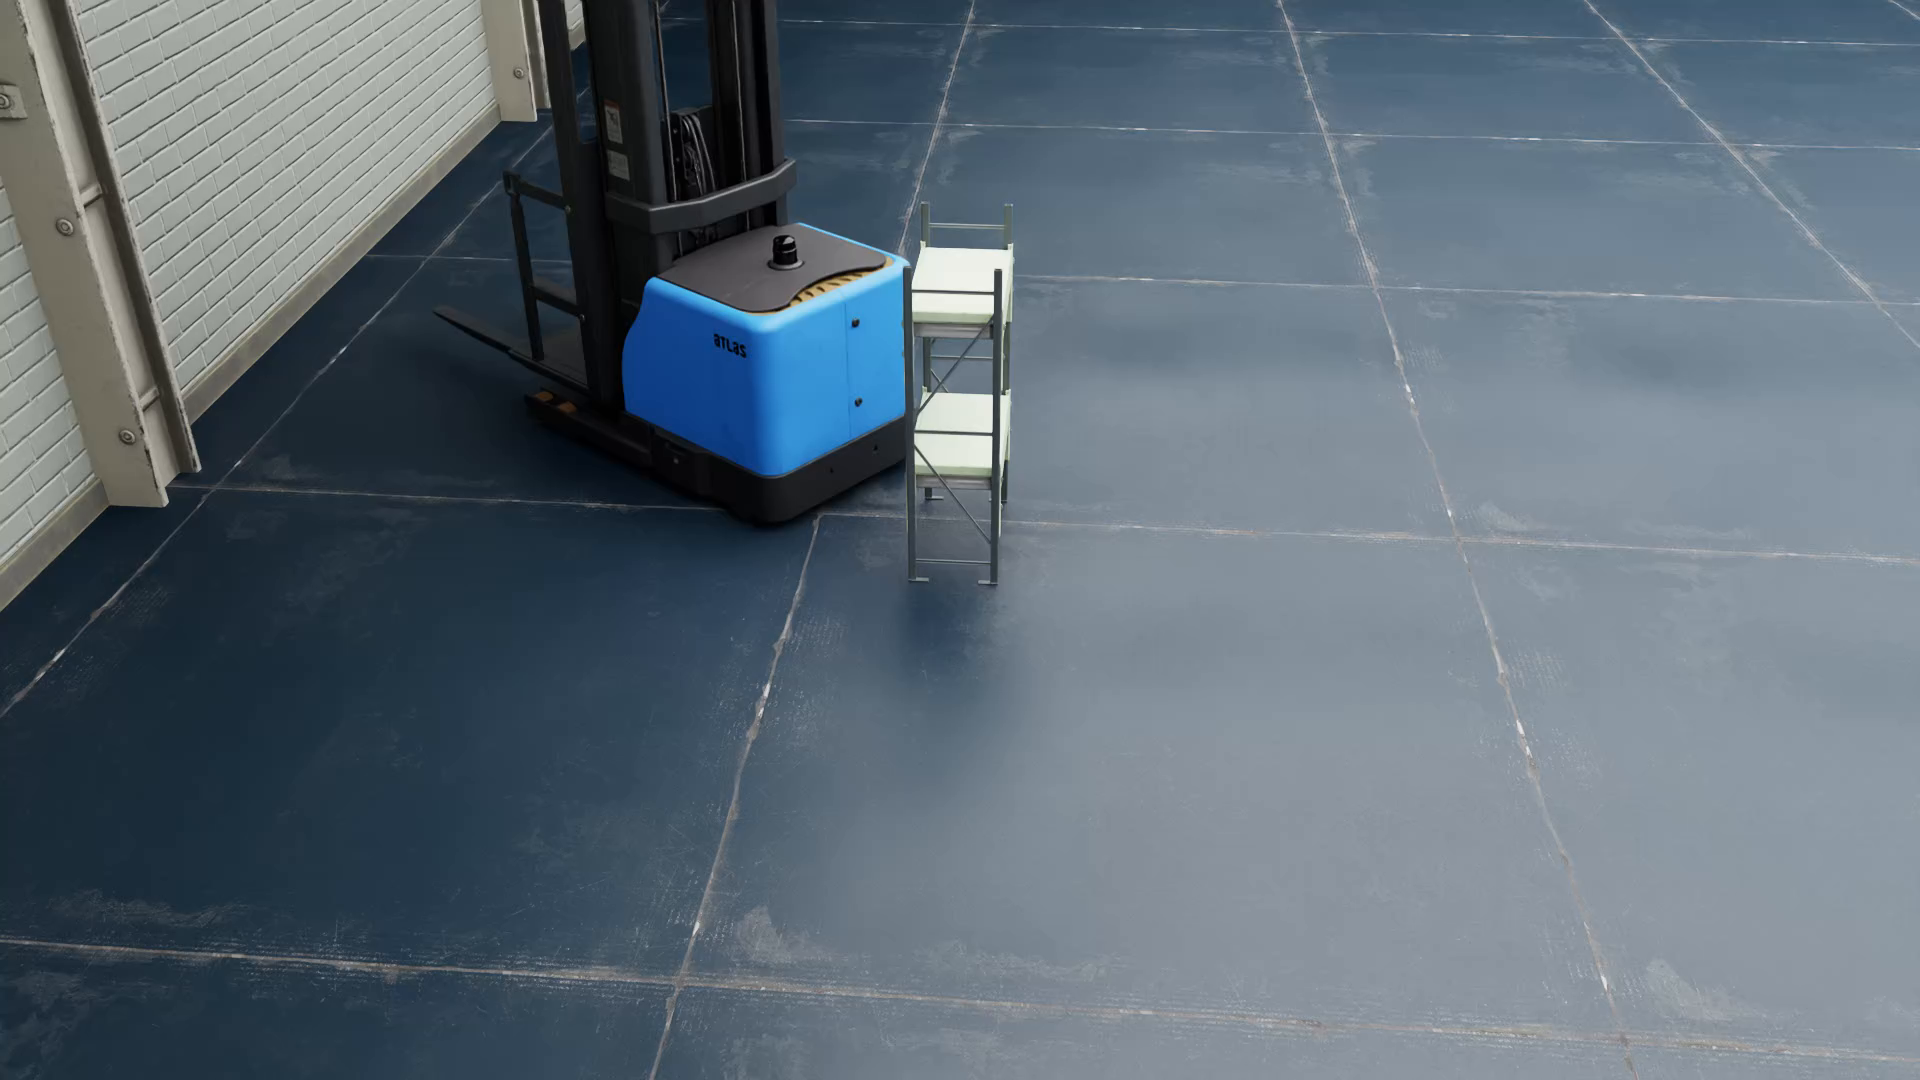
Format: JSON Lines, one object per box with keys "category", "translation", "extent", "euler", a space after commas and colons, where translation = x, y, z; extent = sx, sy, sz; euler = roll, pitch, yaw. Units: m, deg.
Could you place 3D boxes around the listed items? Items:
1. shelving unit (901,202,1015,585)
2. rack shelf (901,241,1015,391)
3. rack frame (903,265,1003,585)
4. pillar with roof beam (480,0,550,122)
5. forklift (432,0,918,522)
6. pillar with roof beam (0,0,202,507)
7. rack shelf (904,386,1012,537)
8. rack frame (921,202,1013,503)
{"category": "shelving unit", "translation": [0.001, -0.642, 7.362], "extent": [0.431, 1.500, 0.755], "euler": [2, 32, 4]}
{"category": "rack shelf", "translation": [0.001, -0.974, 7.157], "extent": [0.431, 0.370, 0.720], "euler": [2, 32, 4]}
{"category": "rack frame", "translation": [-0.029, -0.451, 7.052], "extent": [0.400, 1.500, 0.023], "euler": [2, 32, 4]}
{"category": "pillar with roof beam", "translation": [0.808, -7.052, 10.616], "extent": [9.100, 9.000, 0.400], "euler": [2, 32, 4]}
{"category": "forklift", "translation": [-1.647, -1.977, 8.165], "extent": [3.031, 2.935, 1.130], "euler": [25, 39, 34]}
{"category": "pillar with roof beam", "translation": [0.320, -3.915, 5.525], "extent": [9.100, 9.000, 0.400], "euler": [2, 32, 4]}
{"category": "rack shelf", "translation": [0.001, -0.364, 7.533], "extent": [0.431, 0.370, 0.720], "euler": [2, 32, 4]}
{"category": "rack frame", "translation": [0.030, -0.833, 7.673], "extent": [0.400, 1.500, 0.023], "euler": [2, 32, 4]}
